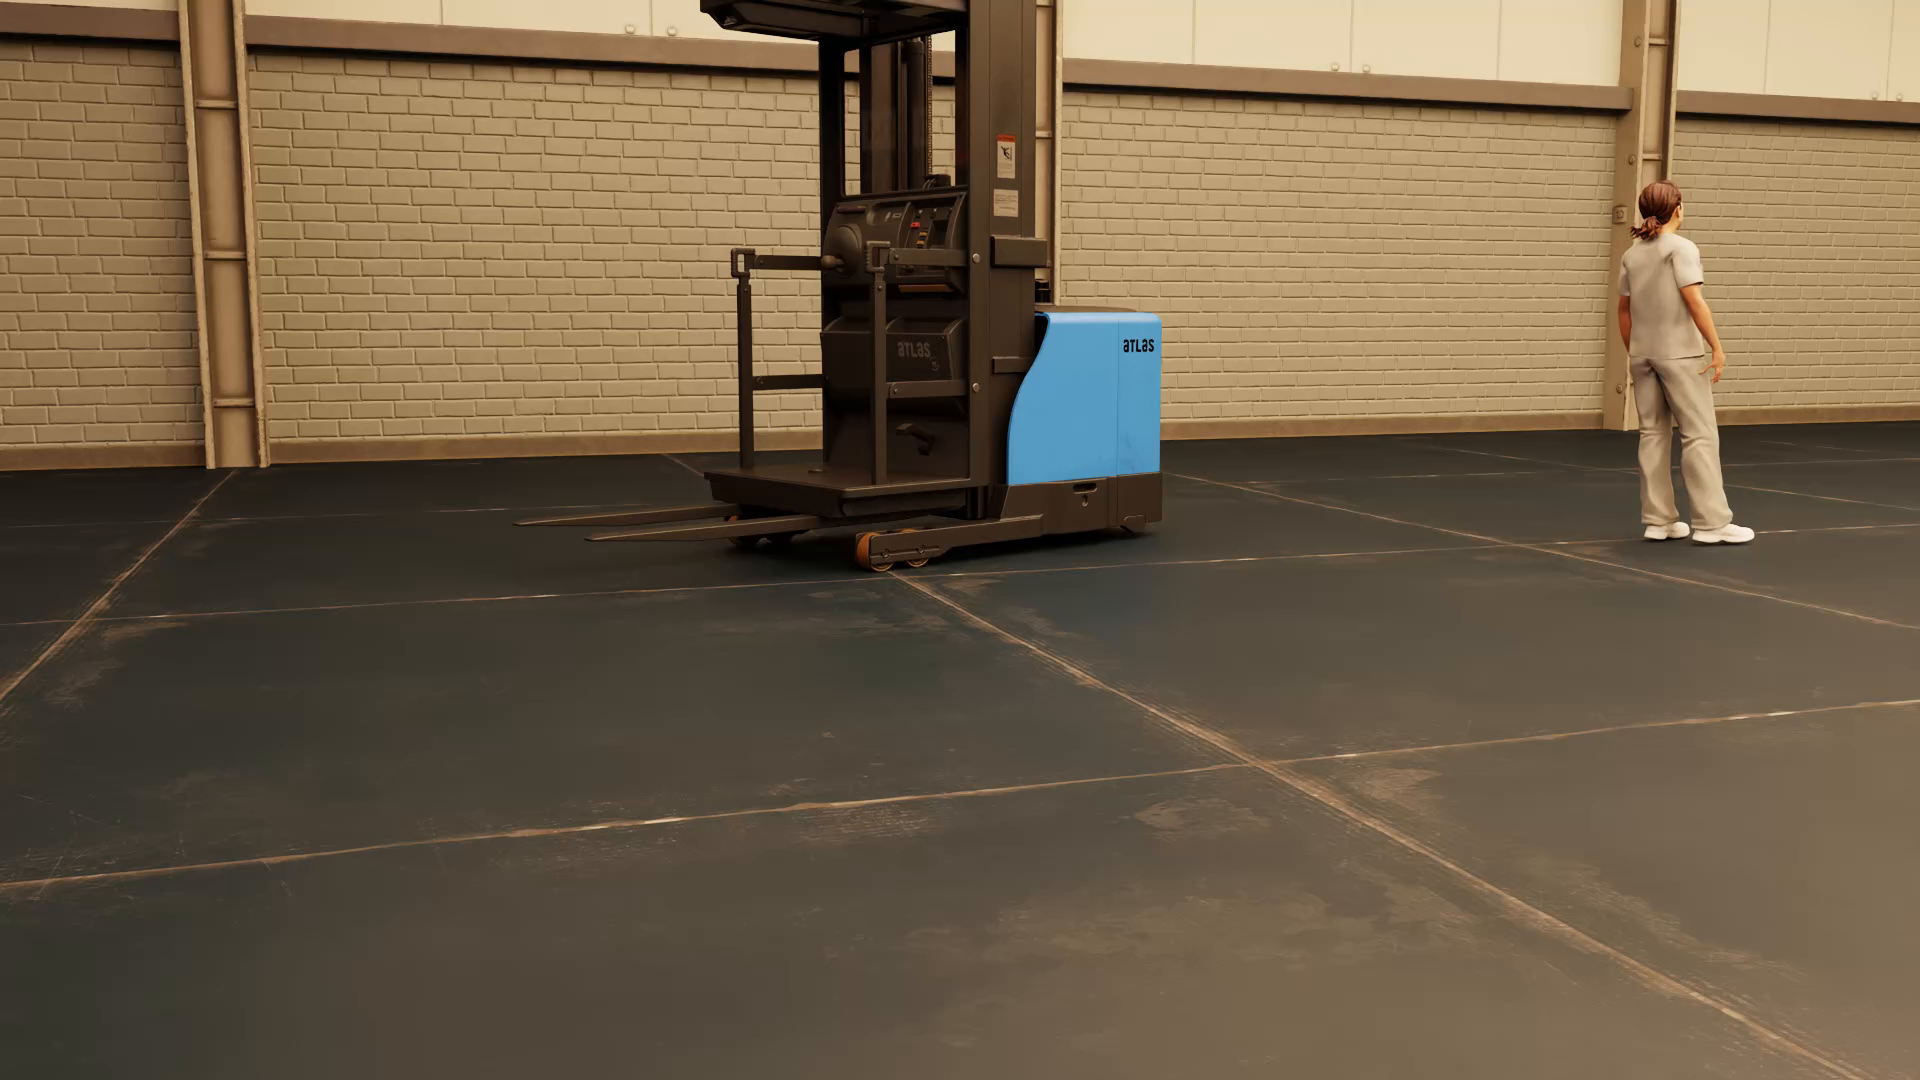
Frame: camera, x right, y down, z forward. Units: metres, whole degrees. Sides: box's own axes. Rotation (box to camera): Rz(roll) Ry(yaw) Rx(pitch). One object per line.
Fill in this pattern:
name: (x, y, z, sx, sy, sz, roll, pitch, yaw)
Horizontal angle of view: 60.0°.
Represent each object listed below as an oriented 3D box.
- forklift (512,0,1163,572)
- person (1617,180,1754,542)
forklift: (-0.461, -1.399, 7.333, 3.031, 2.935, 1.130, -7, 10, -40)
person: (3.377, -0.837, 7.806, 0.548, 1.673, 0.550, -4, 9, -24)
